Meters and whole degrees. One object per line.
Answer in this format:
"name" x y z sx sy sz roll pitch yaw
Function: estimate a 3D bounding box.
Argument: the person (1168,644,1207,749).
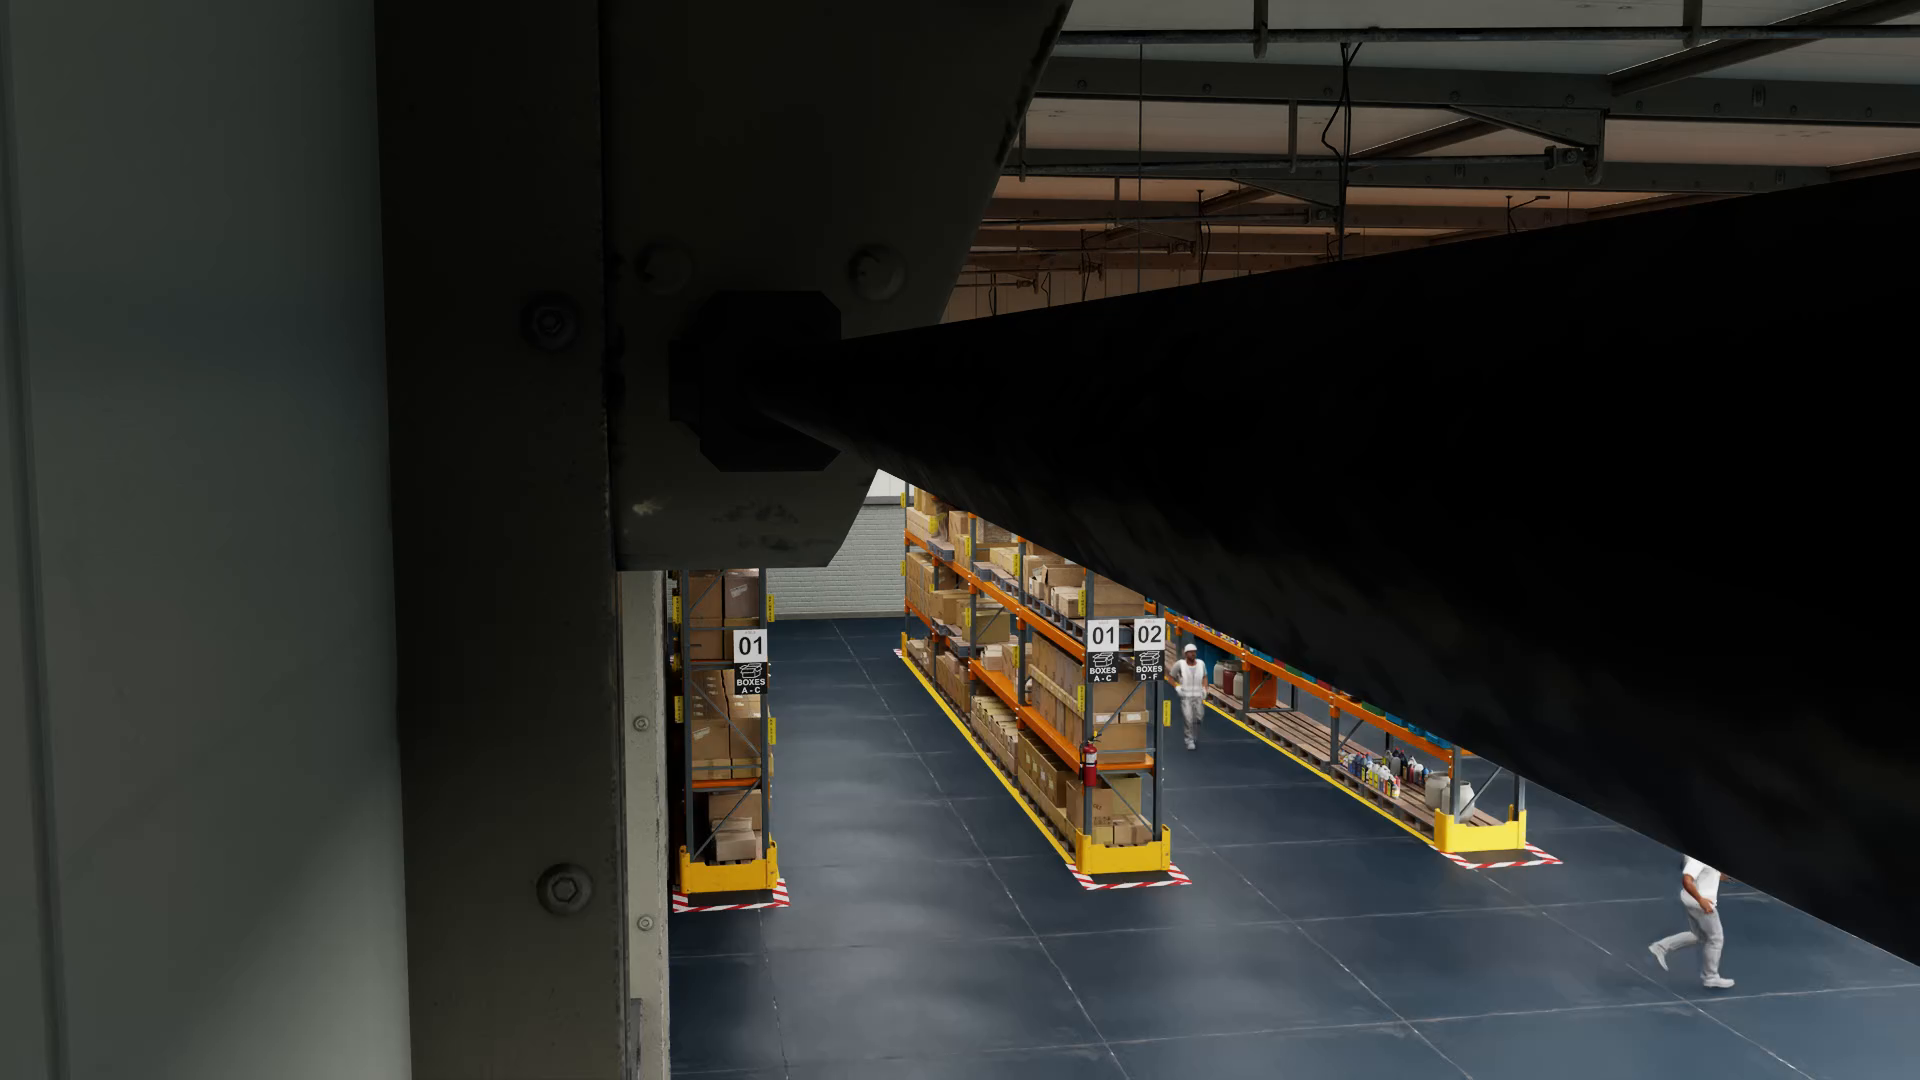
"person" 3.806 2.589 27.734 0.687 1.745 0.595 -1 6 -10

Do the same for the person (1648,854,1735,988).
"person" 7.511 3.699 16.991 0.831 1.742 0.705 1 6 14
